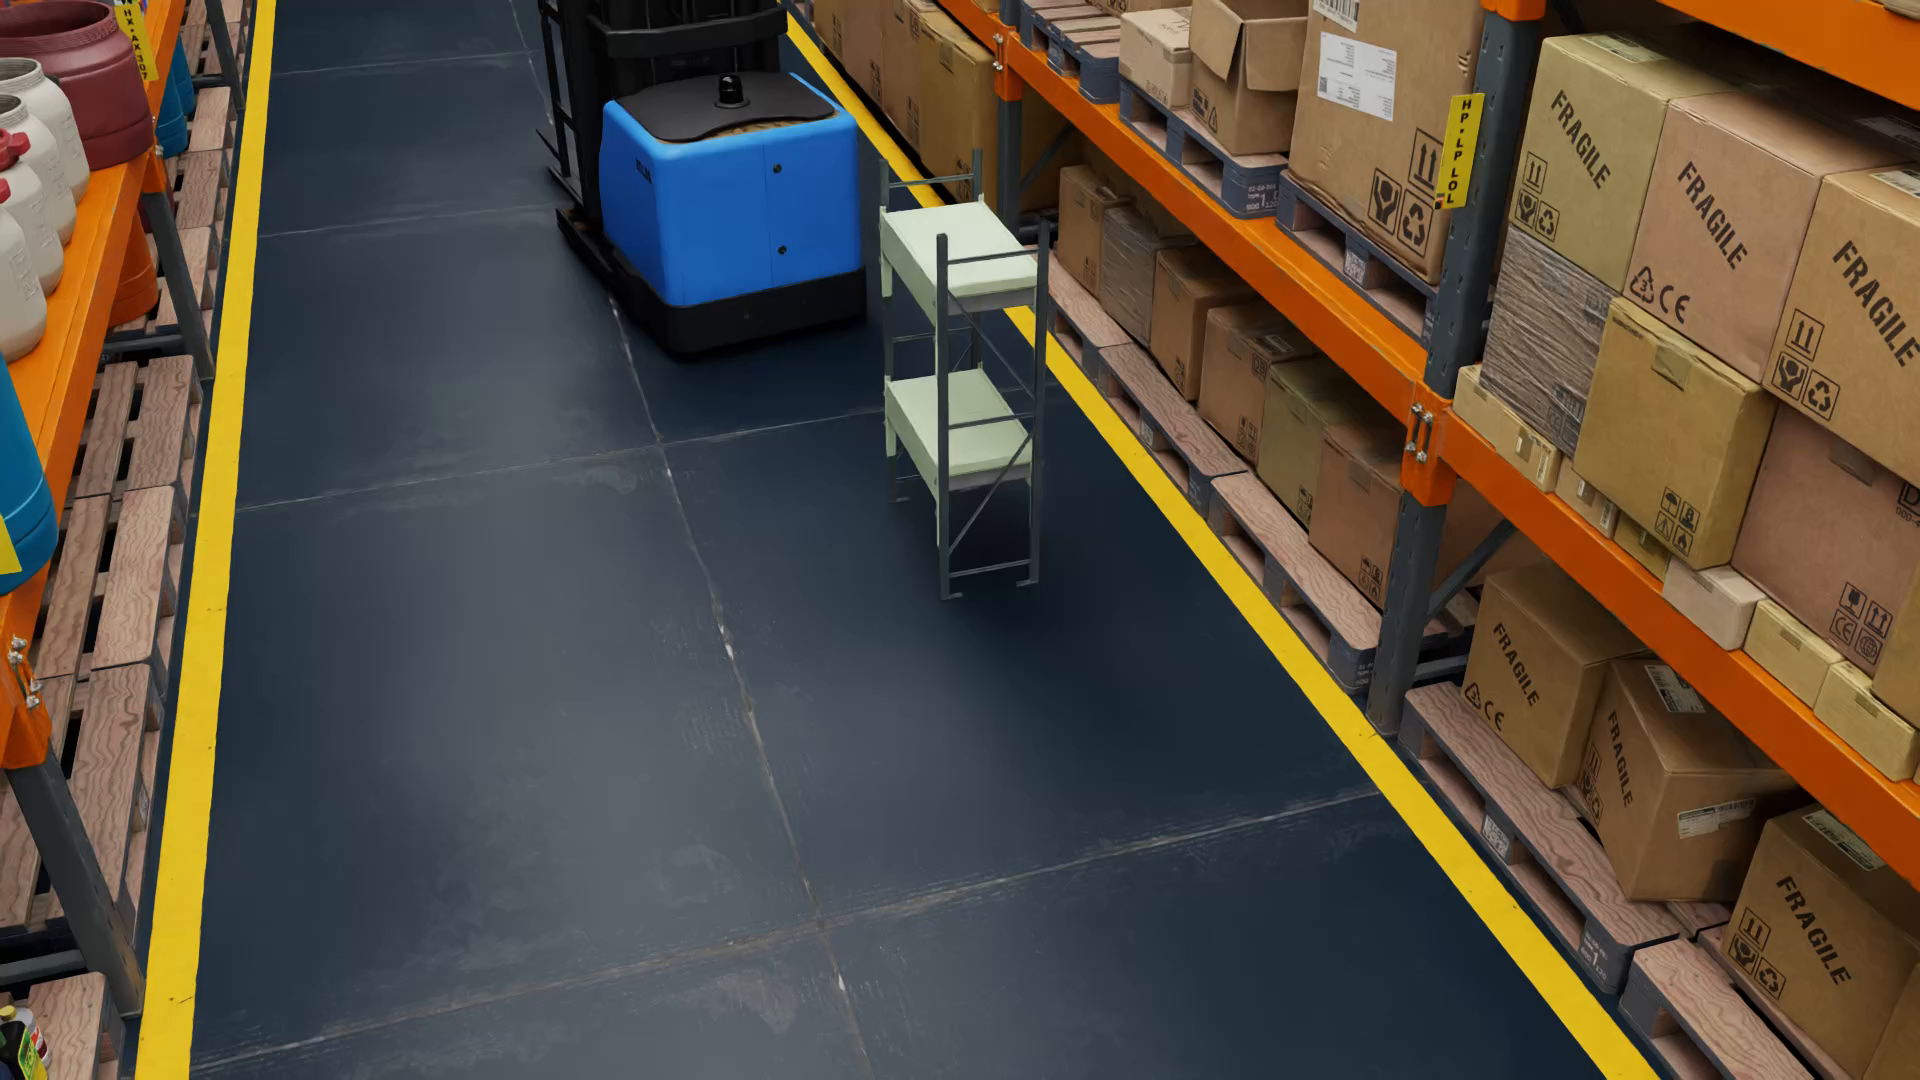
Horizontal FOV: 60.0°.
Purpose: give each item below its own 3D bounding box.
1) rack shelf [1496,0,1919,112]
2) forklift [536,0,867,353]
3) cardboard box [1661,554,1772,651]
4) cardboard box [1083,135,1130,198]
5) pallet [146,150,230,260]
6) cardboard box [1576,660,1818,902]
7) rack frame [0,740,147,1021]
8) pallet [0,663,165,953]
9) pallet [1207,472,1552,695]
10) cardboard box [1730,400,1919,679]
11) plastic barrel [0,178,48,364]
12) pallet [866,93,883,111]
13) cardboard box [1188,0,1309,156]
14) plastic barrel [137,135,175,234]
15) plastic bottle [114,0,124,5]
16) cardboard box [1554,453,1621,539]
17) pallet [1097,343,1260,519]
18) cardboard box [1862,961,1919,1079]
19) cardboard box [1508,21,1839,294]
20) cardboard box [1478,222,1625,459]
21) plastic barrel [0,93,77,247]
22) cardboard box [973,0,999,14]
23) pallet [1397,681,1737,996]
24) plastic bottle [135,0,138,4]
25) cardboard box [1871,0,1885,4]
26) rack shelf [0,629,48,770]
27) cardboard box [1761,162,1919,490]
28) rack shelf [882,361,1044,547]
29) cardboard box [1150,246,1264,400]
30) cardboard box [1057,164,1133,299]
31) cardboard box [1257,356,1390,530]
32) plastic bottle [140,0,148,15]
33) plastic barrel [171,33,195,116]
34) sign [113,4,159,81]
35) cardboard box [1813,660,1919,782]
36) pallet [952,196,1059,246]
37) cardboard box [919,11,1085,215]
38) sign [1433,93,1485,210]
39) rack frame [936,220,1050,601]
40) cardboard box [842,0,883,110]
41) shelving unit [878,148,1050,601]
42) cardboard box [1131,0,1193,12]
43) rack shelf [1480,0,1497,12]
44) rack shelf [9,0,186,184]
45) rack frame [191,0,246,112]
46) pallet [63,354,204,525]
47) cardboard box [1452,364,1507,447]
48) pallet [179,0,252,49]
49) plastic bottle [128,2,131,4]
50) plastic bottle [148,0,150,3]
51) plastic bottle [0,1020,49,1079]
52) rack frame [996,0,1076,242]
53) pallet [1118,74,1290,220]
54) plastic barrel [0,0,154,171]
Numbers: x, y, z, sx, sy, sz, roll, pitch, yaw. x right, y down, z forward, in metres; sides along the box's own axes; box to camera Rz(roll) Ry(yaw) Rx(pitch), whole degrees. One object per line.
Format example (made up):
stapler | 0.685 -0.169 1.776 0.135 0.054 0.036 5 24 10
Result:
rack shelf | 2.517 -0.586 2.848 1.077 0.370 4.000 -10 35 -15
forklift | -1.596 -2.914 8.502 1.130 2.935 3.031 -16 37 -23
cardboard box | 1.975 0.111 4.088 0.380 0.149 0.250 -10 35 -15
cardboard box | 0.920 -1.892 8.080 0.500 0.250 0.500 -9 34 -13
pallet | -4.678 -1.835 9.335 1.003 0.211 1.213 -10 35 -15
cardboard box | 2.173 0.699 4.858 0.500 0.500 0.500 0 33 1
rack frame | -2.810 0.148 3.805 1.000 3.000 0.127 -10 35 -15
pallet | -3.086 0.906 5.188 1.003 0.211 1.213 -10 35 -15
pallet | 1.668 0.070 6.452 1.003 0.211 1.213 -10 35 -15
cardboard box | 2.353 -0.090 3.805 0.875 0.500 0.500 -10 35 -15
plastic barrel | -3.116 -0.833 5.166 0.433 0.535 0.433 0 33 0
pallet | -0.226 -3.329 11.597 1.003 0.211 1.213 -10 35 -15
cardboard box | 1.291 -1.798 6.275 0.797 0.503 0.637 -7 34 -10
plastic barrel | -4.540 -1.968 8.814 0.600 0.588 0.708 -10 35 -15
plastic bottle | -3.995 -2.425 7.811 0.152 0.276 0.135 -10 35 -15
cardboard box | 1.853 -0.156 4.494 0.380 0.149 0.250 -10 35 -15
pallet | 1.293 -0.572 7.423 1.003 0.211 1.213 -10 35 -15
cardboard box | 2.565 1.312 3.929 0.500 0.500 0.500 -7 34 -10
cardboard box | 1.803 -0.989 4.258 0.500 0.500 0.500 -10 35 -15
cardboard box | 1.986 -0.604 4.583 0.875 0.500 0.500 -10 35 -15
plastic barrel | -3.384 -1.273 5.855 0.421 0.512 0.421 0 33 0
cardboard box | 0.301 -3.044 8.545 0.500 0.500 0.500 -9 35 -13
pallet | 2.146 0.825 5.310 1.003 0.211 1.213 -10 35 -15
plastic bottle | -4.115 -2.679 8.201 0.097 0.271 0.097 0 33 0
cardboard box | 1.967 -1.317 3.438 0.500 0.250 0.500 -10 35 -15
rack shelf | -2.199 1.498 2.414 1.077 0.370 4.000 -10 35 -15
cardboard box | 2.108 -0.464 3.464 0.500 0.500 0.500 -10 35 -15
rack shelf | 0.002 -0.350 6.511 0.431 0.370 0.720 -10 35 -15
cardboard box | 1.272 -0.992 7.398 0.700 0.500 0.500 -7 34 -11
cardboard box | 0.911 -1.577 8.284 0.700 0.500 0.500 -12 35 -17
cardboard box | 1.613 -0.405 6.510 0.700 0.500 0.500 -10 35 -15
plastic bottle | -4.163 -2.799 8.371 0.061 0.283 0.133 -10 35 -15
plastic barrel | -5.100 -3.063 10.187 0.600 0.901 0.708 -10 35 -15
sign | -3.508 -2.116 7.084 0.100 0.325 0.005 -10 35 -15
cardboard box | 2.157 0.369 3.699 0.380 0.149 0.250 -10 35 -15
pallet | 0.519 -2.048 9.658 1.003 0.211 1.213 -10 35 -15
cardboard box | 0.497 -2.439 9.267 1.225 0.875 0.875 -12 35 -17
sign | 1.380 -1.073 4.602 0.100 0.325 0.005 -10 35 -15
rack frame | 0.114 -0.430 6.040 0.400 1.500 0.023 -10 35 -15
cardboard box | -0.045 -3.372 10.679 1.225 0.875 0.875 -11 35 -16
shelving unit | 0.002 -0.622 6.331 0.431 1.500 0.755 -10 35 -15
cardboard box | 1.156 -2.449 7.263 0.700 0.500 0.500 -5 34 -8
rack shelf | 1.297 -2.686 6.026 1.077 0.370 4.000 -10 35 -15
rack shelf | -4.640 -2.702 8.771 1.077 0.370 4.000 -10 35 -15
rack frame | -5.250 -4.052 10.161 1.000 3.000 0.127 -10 35 -15
pallet | -3.830 -0.375 7.126 1.003 0.211 1.213 -10 35 -15
cardboard box | 1.687 -0.416 4.887 0.380 0.149 0.250 -10 35 -15
pallet | -5.887 -3.910 12.475 1.003 0.211 1.213 -10 35 -15
plastic bottle | -4.045 -2.529 8.037 0.097 0.201 0.097 0 33 0
plastic bottle | -4.277 -2.910 8.545 0.152 0.276 0.135 -10 35 -15
plastic bottle | -2.349 1.295 4.134 0.061 0.283 0.133 -8 34 -12
rack frame | 0.687 -2.785 8.244 1.000 3.000 0.127 -10 35 -15
pallet | 1.330 -1.672 6.734 1.003 0.211 1.213 -10 35 -15
plastic barrel | -3.600 -1.816 6.654 0.600 0.536 0.708 -10 35 -15
